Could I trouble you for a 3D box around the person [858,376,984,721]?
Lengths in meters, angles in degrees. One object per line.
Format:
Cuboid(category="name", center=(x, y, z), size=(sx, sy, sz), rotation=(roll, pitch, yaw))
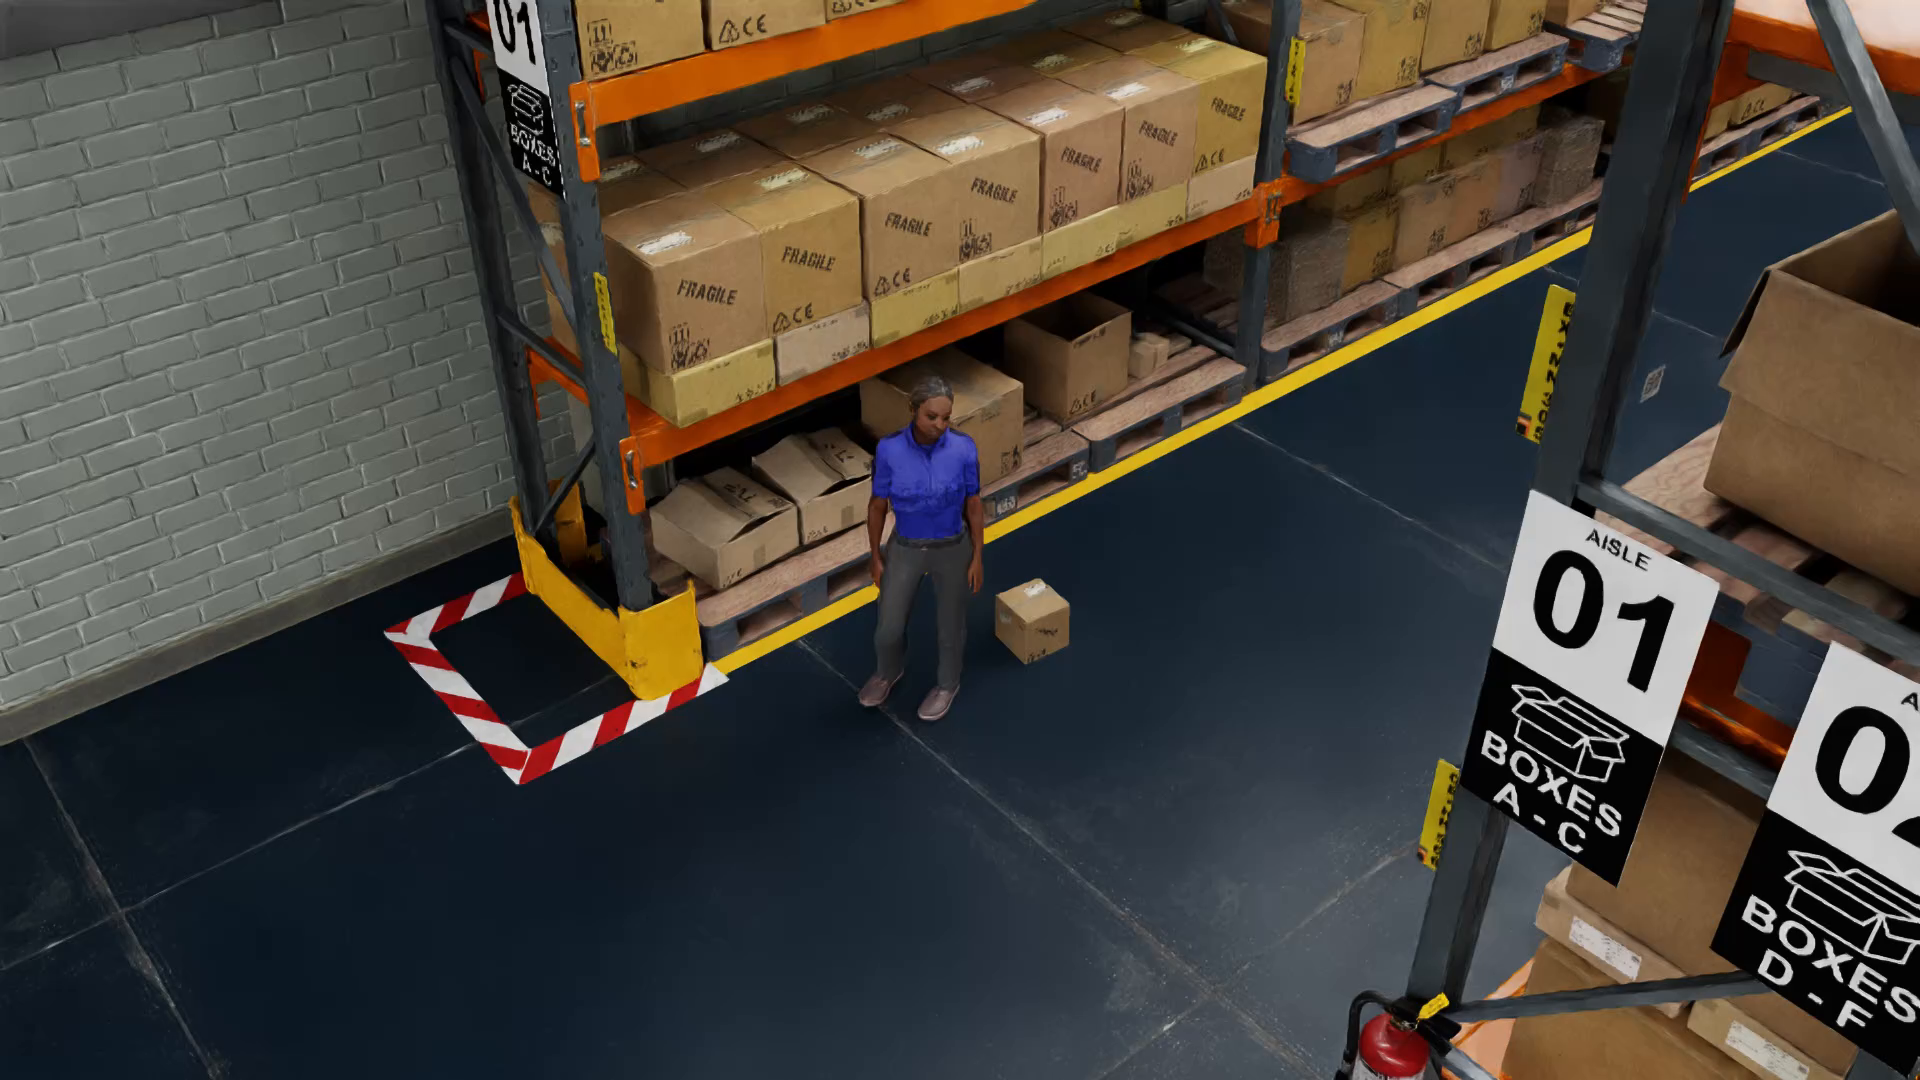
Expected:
Cuboid(category="person", center=(-0.177, 0.064, 6.985), size=(0.554, 1.643, 0.353), rotation=(-1, 36, -1))
